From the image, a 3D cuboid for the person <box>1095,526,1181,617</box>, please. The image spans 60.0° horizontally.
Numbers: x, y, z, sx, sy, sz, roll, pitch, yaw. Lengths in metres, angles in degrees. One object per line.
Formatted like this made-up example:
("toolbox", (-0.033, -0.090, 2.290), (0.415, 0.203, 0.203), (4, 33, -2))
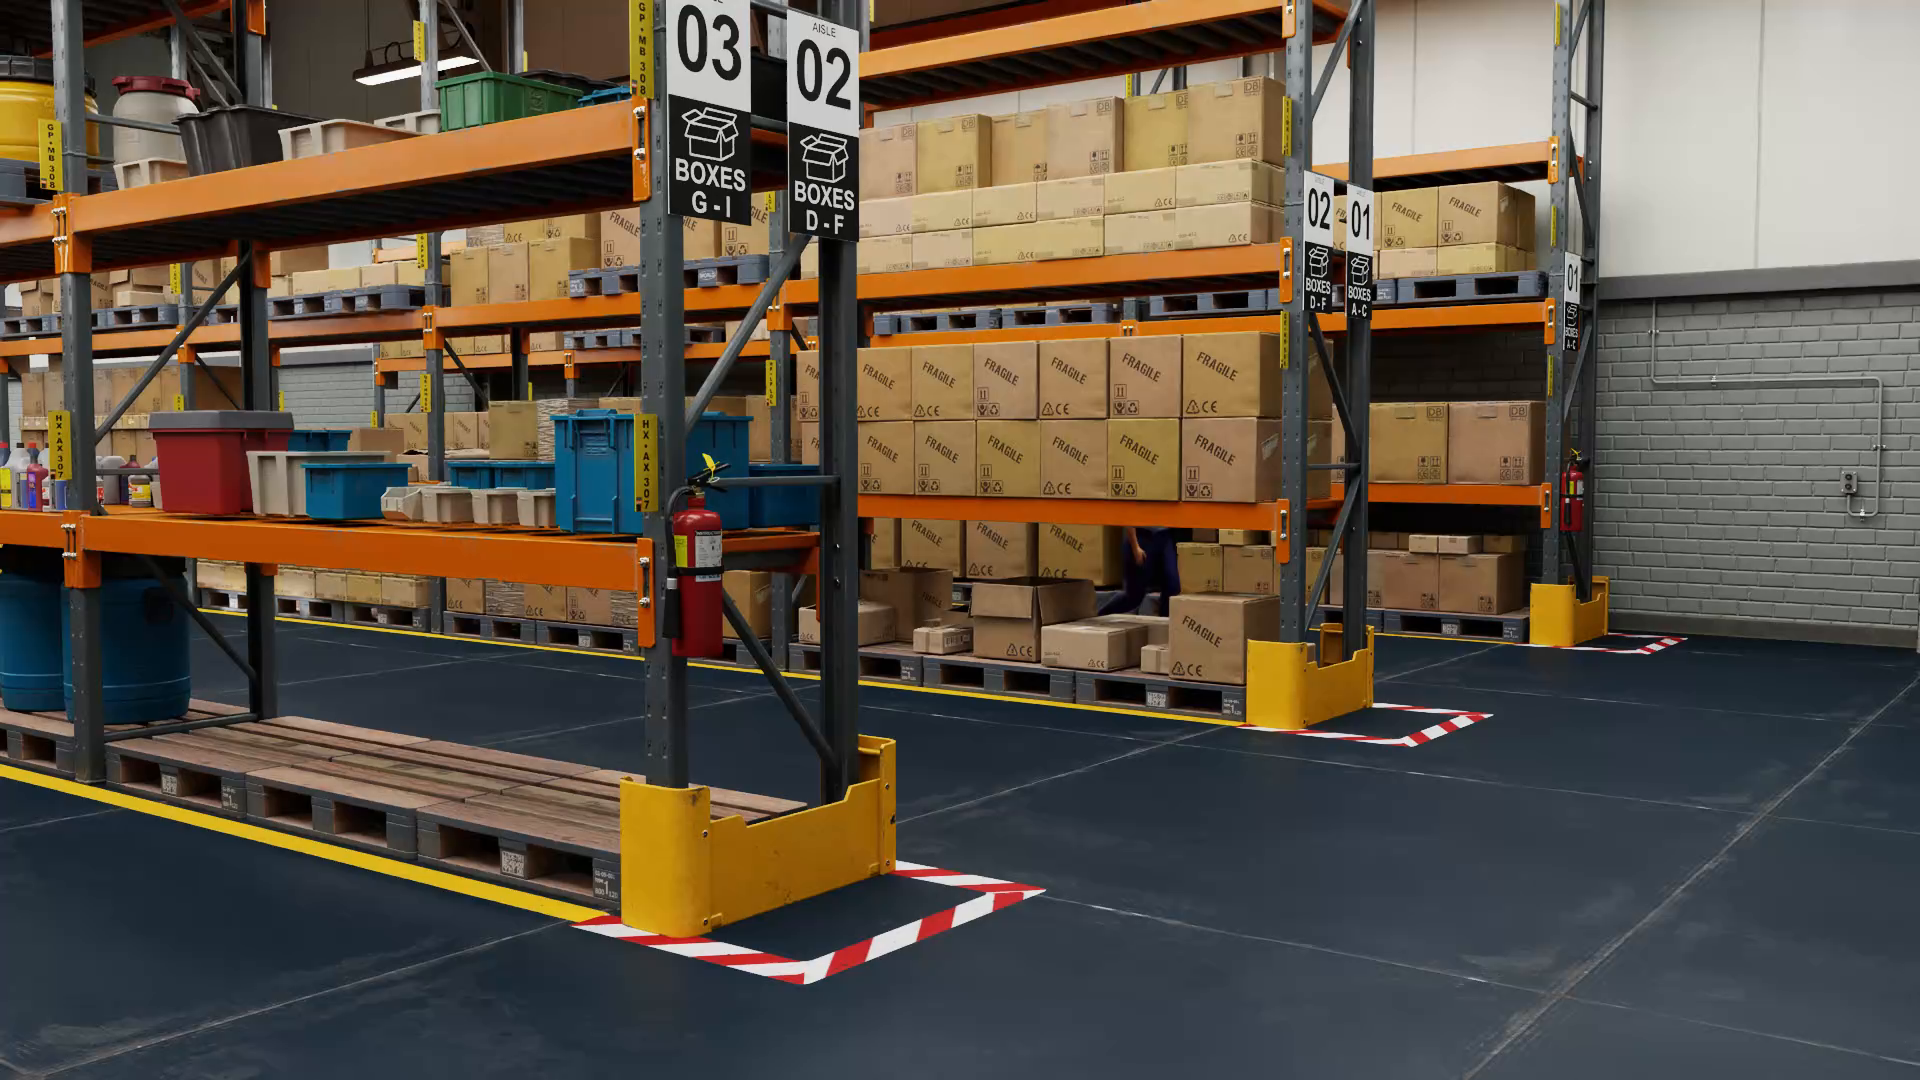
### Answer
("person", (1.452, 0.058, 13.147), (0.465, 1.602, 0.820), (-3, 4, -40))
